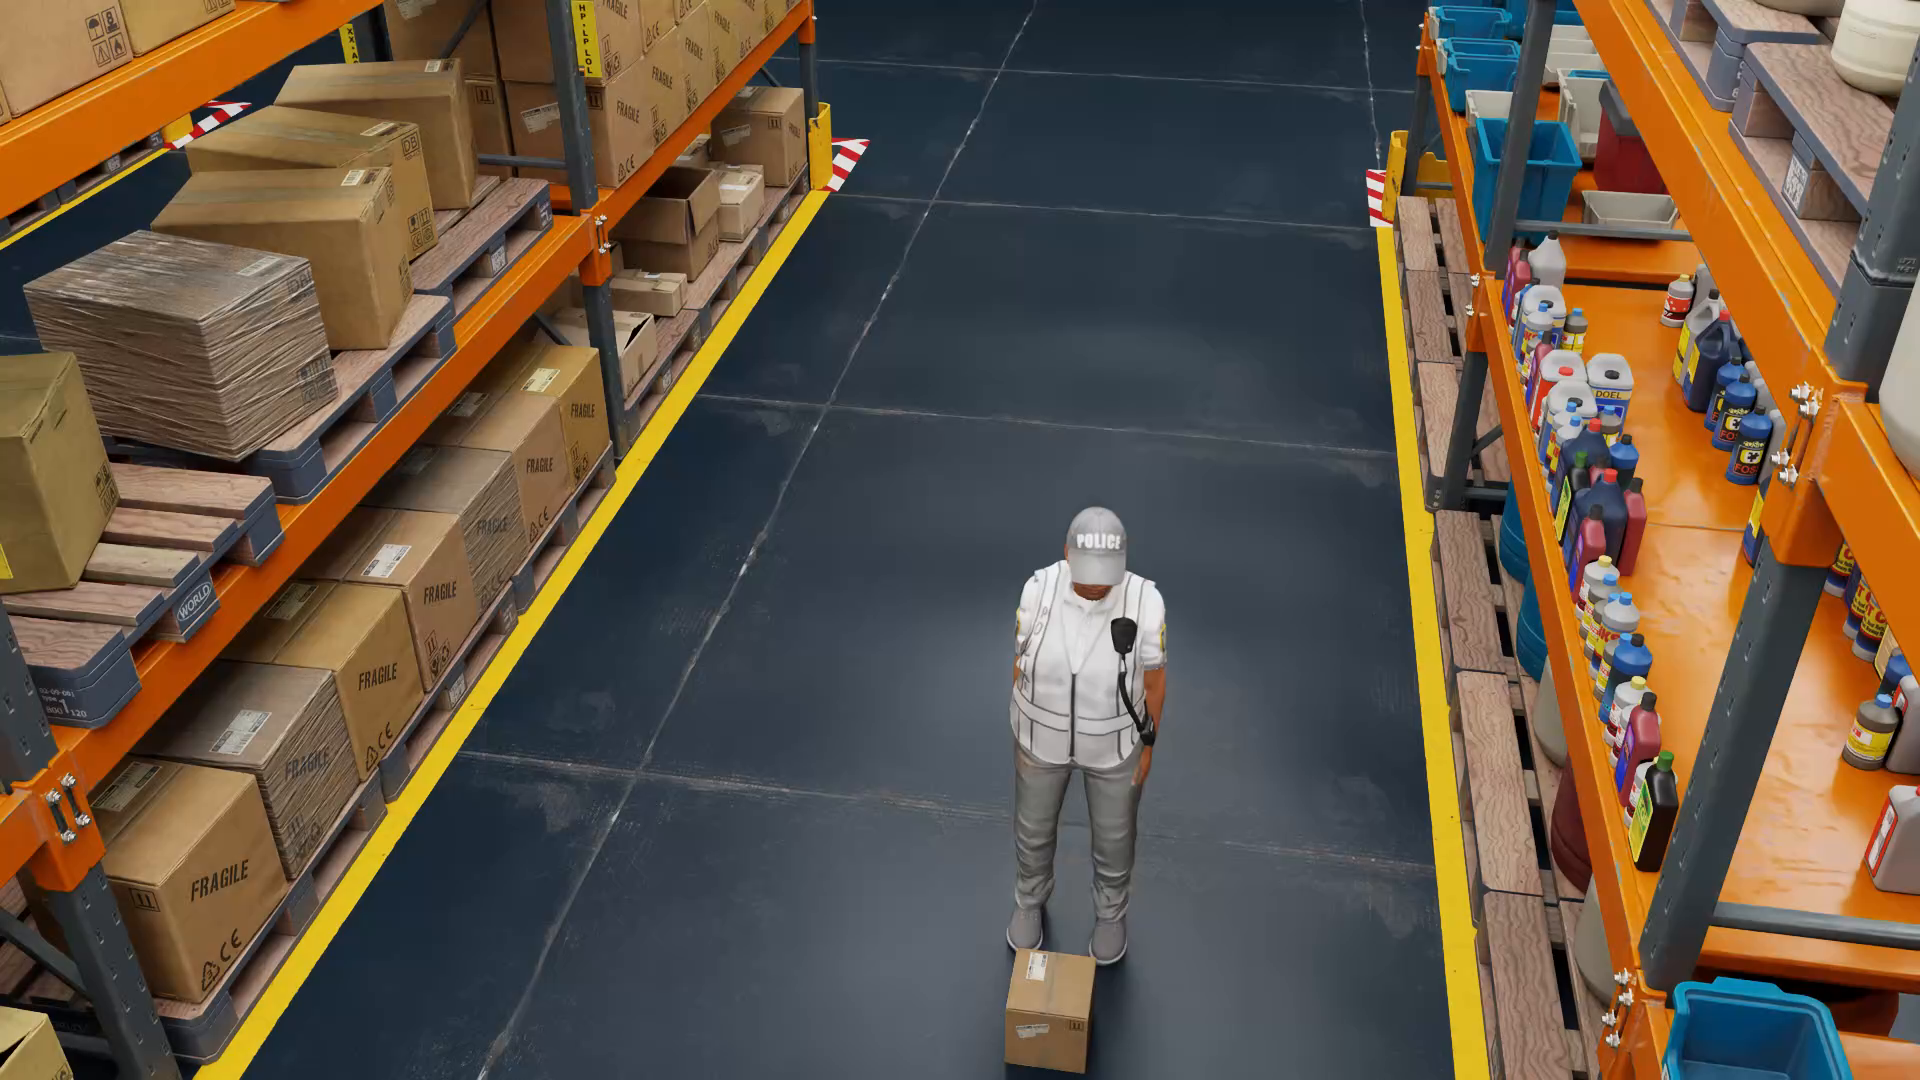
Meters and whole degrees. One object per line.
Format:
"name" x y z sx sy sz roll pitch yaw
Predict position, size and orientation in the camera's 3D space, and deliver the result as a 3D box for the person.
"person" 0.388 0.622 5.170 0.469 1.659 0.390 6 33 9
